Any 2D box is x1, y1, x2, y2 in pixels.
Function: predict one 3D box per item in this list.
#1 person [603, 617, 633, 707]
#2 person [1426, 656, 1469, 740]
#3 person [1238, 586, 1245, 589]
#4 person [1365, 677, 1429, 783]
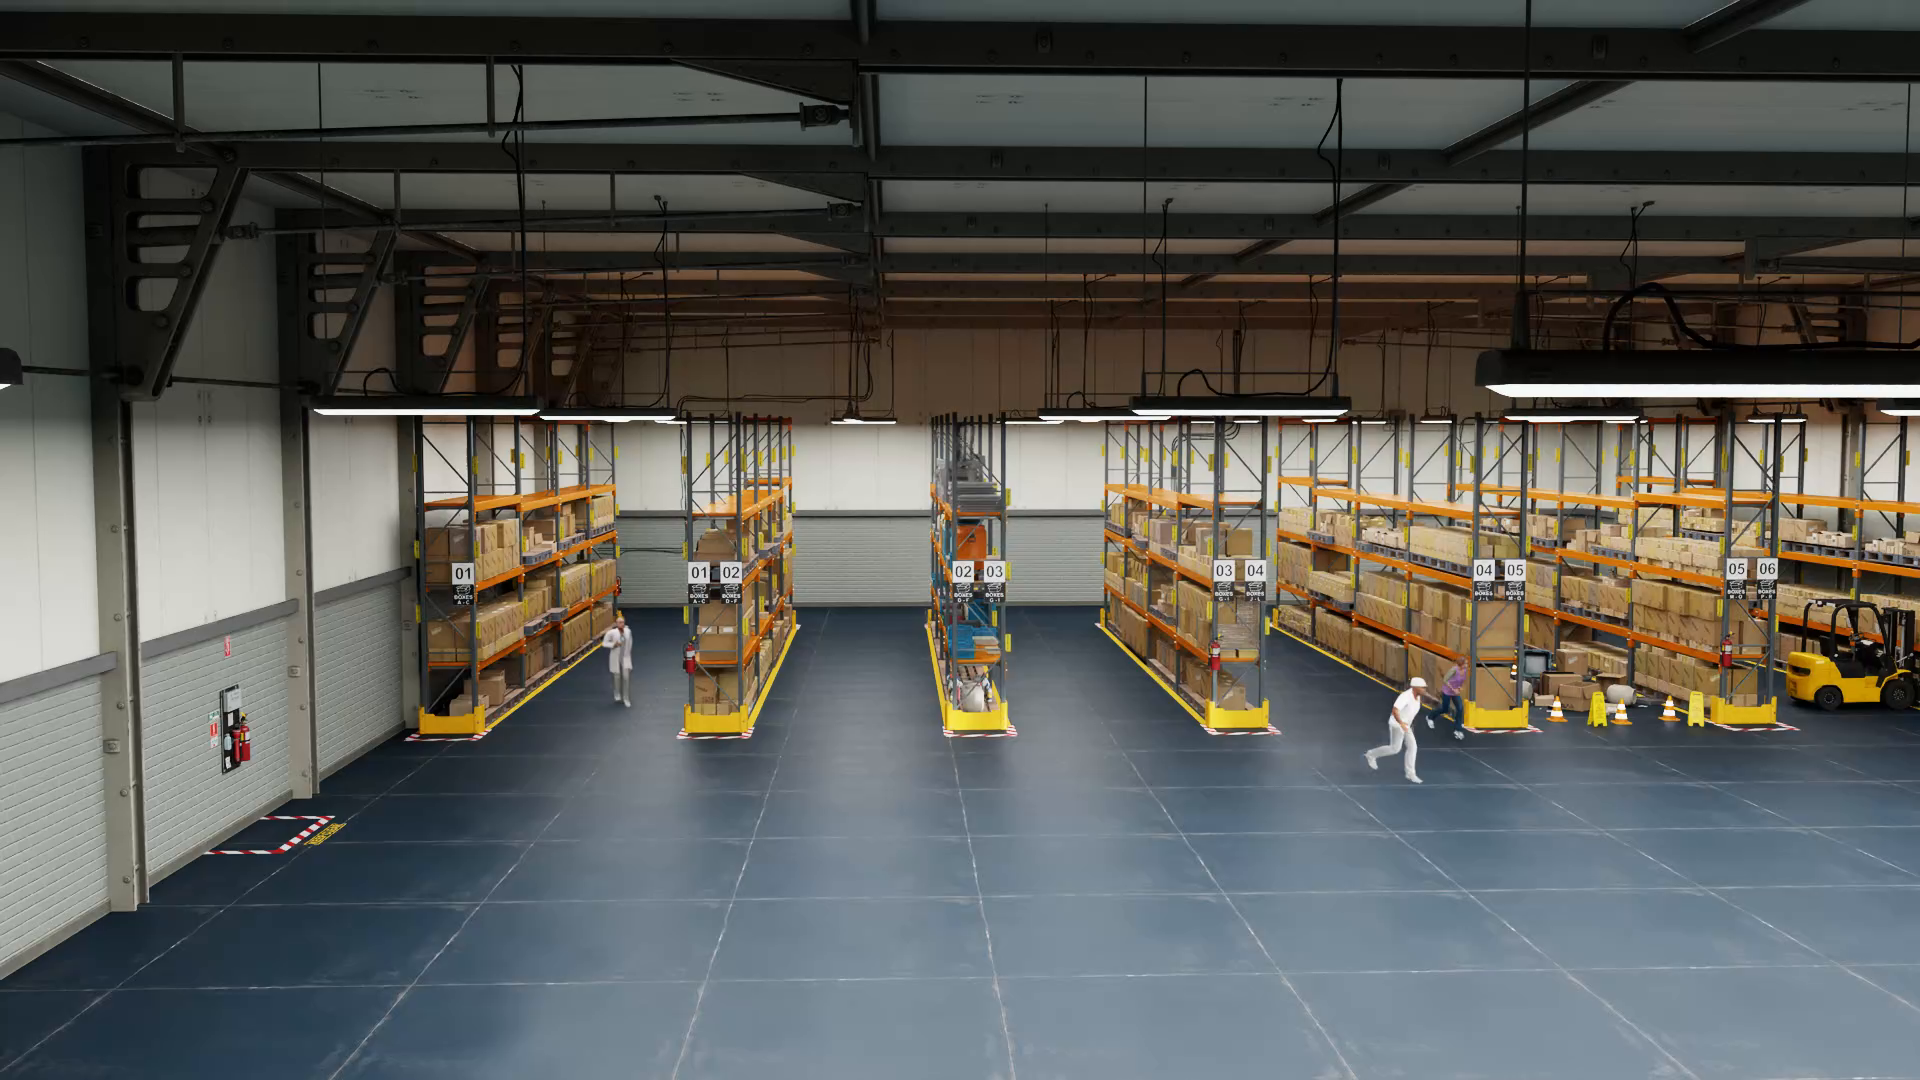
[{"bbox_3d":[-7.043,2.507,34.286,0.672,1.842,0.902,-2,4,-24],"label":"person"},{"bbox_3d":[9.043,2.881,30.838,0.573,1.544,0.907,-3,5,-36],"label":"person"},{"bbox_3d":[7.816,1.702,47.189,0.623,1.615,0.563,1,4,20],"label":"person"},{"bbox_3d":[7.104,3.057,27.052,1.021,1.713,0.720,2,5,31],"label":"person"}]
